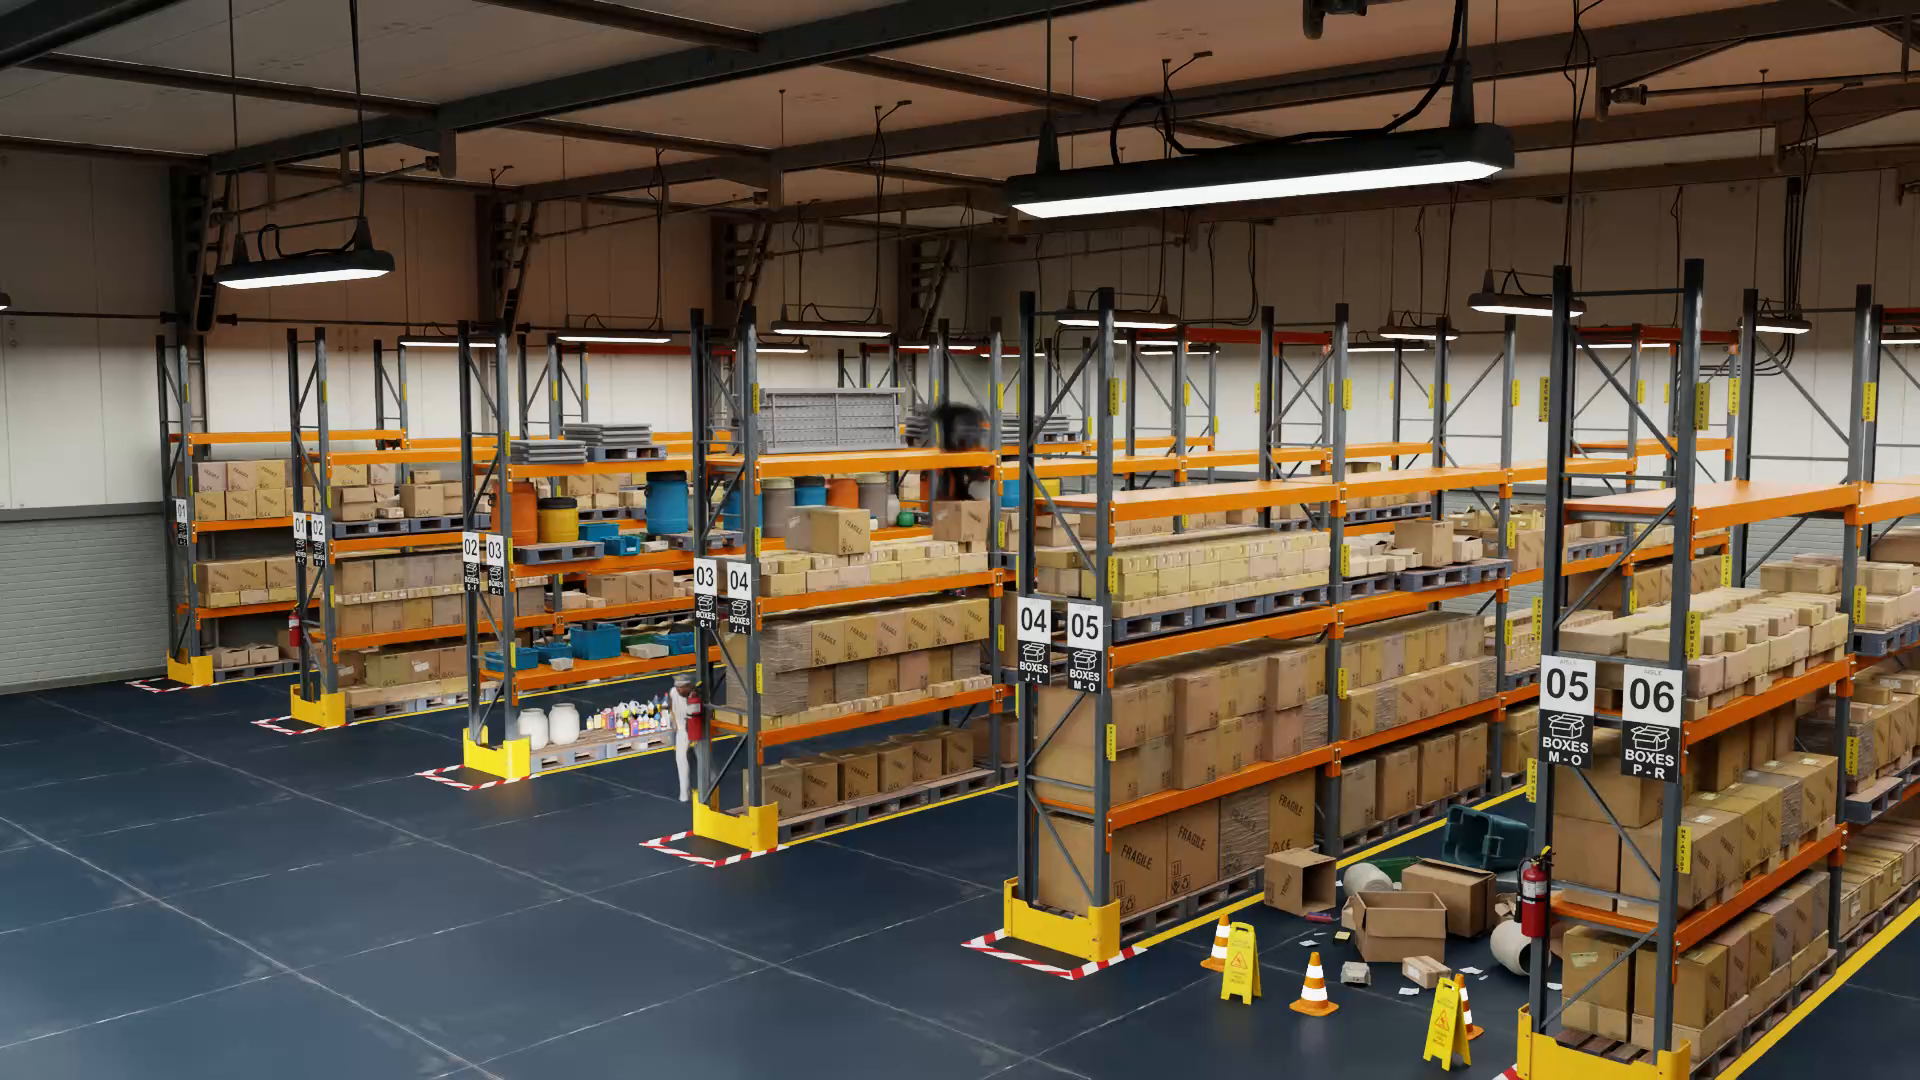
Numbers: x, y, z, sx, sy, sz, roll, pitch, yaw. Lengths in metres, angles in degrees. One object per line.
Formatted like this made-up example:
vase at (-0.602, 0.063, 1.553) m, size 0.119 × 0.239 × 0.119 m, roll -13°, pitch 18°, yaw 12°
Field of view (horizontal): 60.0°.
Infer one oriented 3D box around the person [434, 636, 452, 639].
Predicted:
person at (-9.094, 1.716, 29.107) m, size 0.589 × 1.467 × 0.855 m, roll 2°, pitch 6°, yaw 18°

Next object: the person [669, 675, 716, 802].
person at (-3.352, 2.437, 20.979) m, size 0.618 × 1.631 × 0.985 m, roll 2°, pitch 6°, yaw 18°
